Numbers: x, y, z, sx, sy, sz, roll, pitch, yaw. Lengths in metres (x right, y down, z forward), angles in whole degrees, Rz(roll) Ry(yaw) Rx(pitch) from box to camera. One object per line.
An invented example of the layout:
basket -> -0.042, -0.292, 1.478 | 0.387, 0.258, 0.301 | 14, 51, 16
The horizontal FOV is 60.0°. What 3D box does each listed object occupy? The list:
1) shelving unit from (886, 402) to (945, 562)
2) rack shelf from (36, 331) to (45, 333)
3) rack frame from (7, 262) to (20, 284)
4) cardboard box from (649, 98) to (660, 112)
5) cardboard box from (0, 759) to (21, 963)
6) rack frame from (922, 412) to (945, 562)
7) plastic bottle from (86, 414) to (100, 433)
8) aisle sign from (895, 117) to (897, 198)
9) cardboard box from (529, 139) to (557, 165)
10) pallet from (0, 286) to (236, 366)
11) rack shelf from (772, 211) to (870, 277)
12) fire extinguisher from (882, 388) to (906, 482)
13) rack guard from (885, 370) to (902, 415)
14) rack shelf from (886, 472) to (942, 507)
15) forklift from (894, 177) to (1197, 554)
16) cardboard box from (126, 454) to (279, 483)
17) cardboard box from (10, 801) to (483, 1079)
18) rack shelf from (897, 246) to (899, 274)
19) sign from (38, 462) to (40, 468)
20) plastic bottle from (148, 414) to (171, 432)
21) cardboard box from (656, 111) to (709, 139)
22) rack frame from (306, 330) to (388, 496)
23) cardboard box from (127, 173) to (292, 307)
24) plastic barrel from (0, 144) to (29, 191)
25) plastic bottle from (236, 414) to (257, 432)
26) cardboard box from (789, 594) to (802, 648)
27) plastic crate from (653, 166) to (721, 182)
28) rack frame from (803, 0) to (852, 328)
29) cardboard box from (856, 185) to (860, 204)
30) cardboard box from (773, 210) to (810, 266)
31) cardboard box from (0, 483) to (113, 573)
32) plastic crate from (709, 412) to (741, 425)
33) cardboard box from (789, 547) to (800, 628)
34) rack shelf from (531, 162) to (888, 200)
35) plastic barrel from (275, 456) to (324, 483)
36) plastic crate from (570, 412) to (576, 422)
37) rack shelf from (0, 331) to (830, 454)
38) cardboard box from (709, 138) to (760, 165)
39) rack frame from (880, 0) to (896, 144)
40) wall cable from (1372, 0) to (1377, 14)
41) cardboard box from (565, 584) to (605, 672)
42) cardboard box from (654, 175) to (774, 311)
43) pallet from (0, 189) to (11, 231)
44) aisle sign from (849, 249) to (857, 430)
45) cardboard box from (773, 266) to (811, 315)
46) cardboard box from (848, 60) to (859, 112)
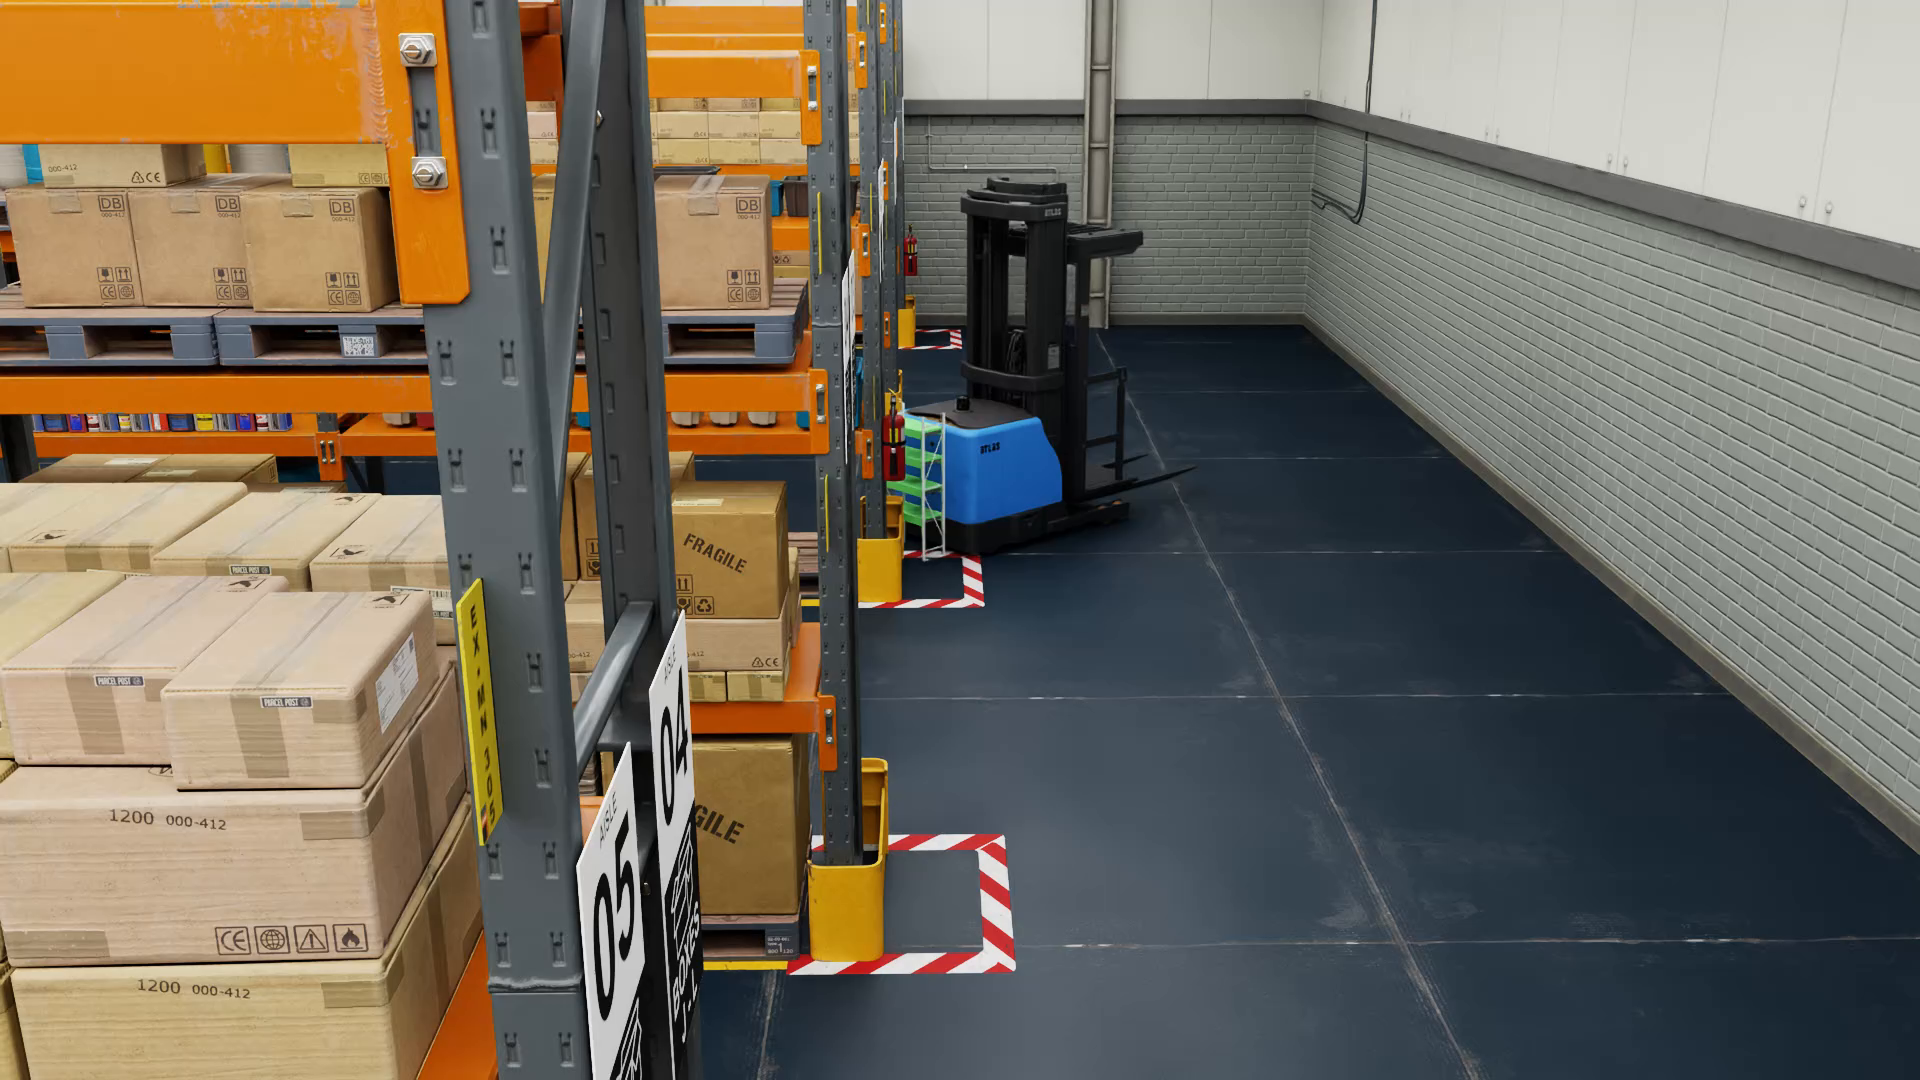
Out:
shelving unit -> -0.380, -0.476, 13.566 | 0.258, 1.200, 0.503 | -16, 23, -41
rack shelf -> -10.722, -2.252, 17.334 | 4.000, 0.370, 1.077 | 0, 18, -1
rack frame -> -12.804, -4.098, 21.911 | 0.127, 3.000, 1.000 | 0, 18, -1
cardboard box -> -3.235, -4.553, 16.618 | 0.500, 0.500, 0.700 | 0, 18, -1
cardboard box -> -1.561, 0.386, 2.450 | 0.500, 0.250, 0.500 | -1, 18, -2
rack frame -> -0.213, -0.422, 13.397 | 0.240, 1.200, 0.015 | -16, 23, -41
plastic bottle -> -6.389, -0.900, 12.269 | 0.097, 0.201, 0.097 | 0, 18, 0
aisle sign -> -0.660, -3.971, 17.258 | 0.004, 0.787, 0.394 | 0, 18, -1
cardboard box -> -4.233, -3.907, 16.651 | 0.500, 0.250, 0.500 | 0, 18, -1
pallet -> -3.752, -0.985, 7.441 | 1.213, 0.211, 1.003 | 0, 18, -1
rack shelf -> -2.649, -2.206, 12.280 | 4.000, 0.370, 1.077 | 0, 18, -1
fire extinguisher -> -0.491, -0.777, 12.297 | 0.183, 0.674, 0.296 | 0, 18, -1
rack guard -> -0.799, -1.452, 17.756 | 0.348, 0.500, 1.175 | 0, 18, -1
rack shelf -> -0.380, -0.415, 13.586 | 0.258, 0.148, 0.480 | -16, 23, -41
forklift -> 0.857, -1.636, 14.350 | 3.031, 2.935, 1.130 | -15, 23, -40
cardboard box -> -3.614, -0.110, 8.011 | 0.500, 0.500, 0.500 | 0, 18, 0
cardboard box -> -1.044, 0.624, 2.525 | 0.500, 0.250, 0.500 | -1, 18, -2
rack shelf -> -2.805, -3.803, 22.171 | 4.000, 0.370, 1.077 | 0, 18, -1
sign -> -4.580, -0.217, 8.267 | 0.005, 0.325, 0.100 | 0, 18, -1
plastic bottle -> -5.907, -0.947, 12.291 | 0.135, 0.276, 0.152 | 0, 18, -1
cardboard box -> -2.733, -4.149, 16.587 | 0.500, 0.250, 0.500 | 0, 18, -1
rack frame -> -4.648, -1.111, 12.599 | 0.127, 3.000, 1.000 | 0, 18, -1
cardboard box -> -3.251, -1.345, 7.403 | 0.500, 0.500, 0.700 | 1, 18, 2
plastic barrel -> -6.878, -2.839, 12.166 | 0.433, 0.535, 0.433 | 0, 18, 0
plastic bottle -> -5.268, -0.939, 12.256 | 0.133, 0.283, 0.061 | 0, 18, -1
cardboard box -> -0.931, 0.403, 8.290 | 0.250, 0.149, 0.380 | 0, 18, 0
plastic crate -> -2.181, -2.605, 12.449 | 0.767, 0.338, 0.504 | 0, 18, -1
rack frame -> -0.571, -2.474, 7.027 | 0.127, 3.000, 1.000 | 0, 18, -1
cardboard box -> -1.315, -4.293, 22.028 | 0.700, 0.700, 0.980 | 1, 18, 2
cardboard box -> -1.669, -3.078, 16.930 | 0.500, 0.500, 0.500 | 0, 18, 1
cardboard box -> -1.692, 0.021, 2.934 | 0.250, 0.149, 0.380 | 0, 18, 0
plastic crate -> -1.751, -0.977, 12.515 | 0.243, 0.136, 0.396 | 0, 18, -1
cardboard box -> -1.055, 0.233, 8.171 | 0.500, 0.250, 0.500 | -1, 18, -2
rack shelf -> -2.723, -3.719, 16.997 | 4.000, 0.370, 1.077 | 0, 18, -1
plastic barrel -> -5.193, -0.314, 12.863 | 0.708, 0.901, 0.600 | 0, 18, -1
plastic crate -> -3.119, -1.034, 12.455 | 0.530, 0.282, 0.437 | 0, 18, -1
rack shelf -> -2.570, -0.693, 7.565 | 4.000, 0.370, 1.077 | 0, 18, -1
cardboard box -> -2.233, -3.911, 16.664 | 0.500, 0.250, 0.500 | 0, 18, -1
rack frame -> -0.723, -5.499, 16.459 | 0.127, 3.000, 1.000 | 0, 18, -1
wall cable -> 4.898, -7.030, 18.047 | 0.112, 2.526, 3.097 | 0, 18, -1
cardboard box -> -1.558, 0.398, 7.654 | 0.500, 0.250, 0.500 | -1, 18, -2
cardboard box -> -1.090, -1.322, 7.331 | 0.500, 0.500, 0.700 | -1, 18, -4
pallet -> -6.564, -2.409, 12.045 | 1.213, 0.211, 1.003 | 0, 18, -1
aisle sign -> -0.503, -0.947, 7.833 | 0.004, 0.787, 0.394 | 0, 18, -1
cardboard box -> -1.685, -2.601, 17.083 | 0.500, 0.500, 0.500 | 0, 18, 0
cardboard box -> -1.237, -4.587, 16.726 | 0.500, 0.500, 0.700 | 0, 18, -1
